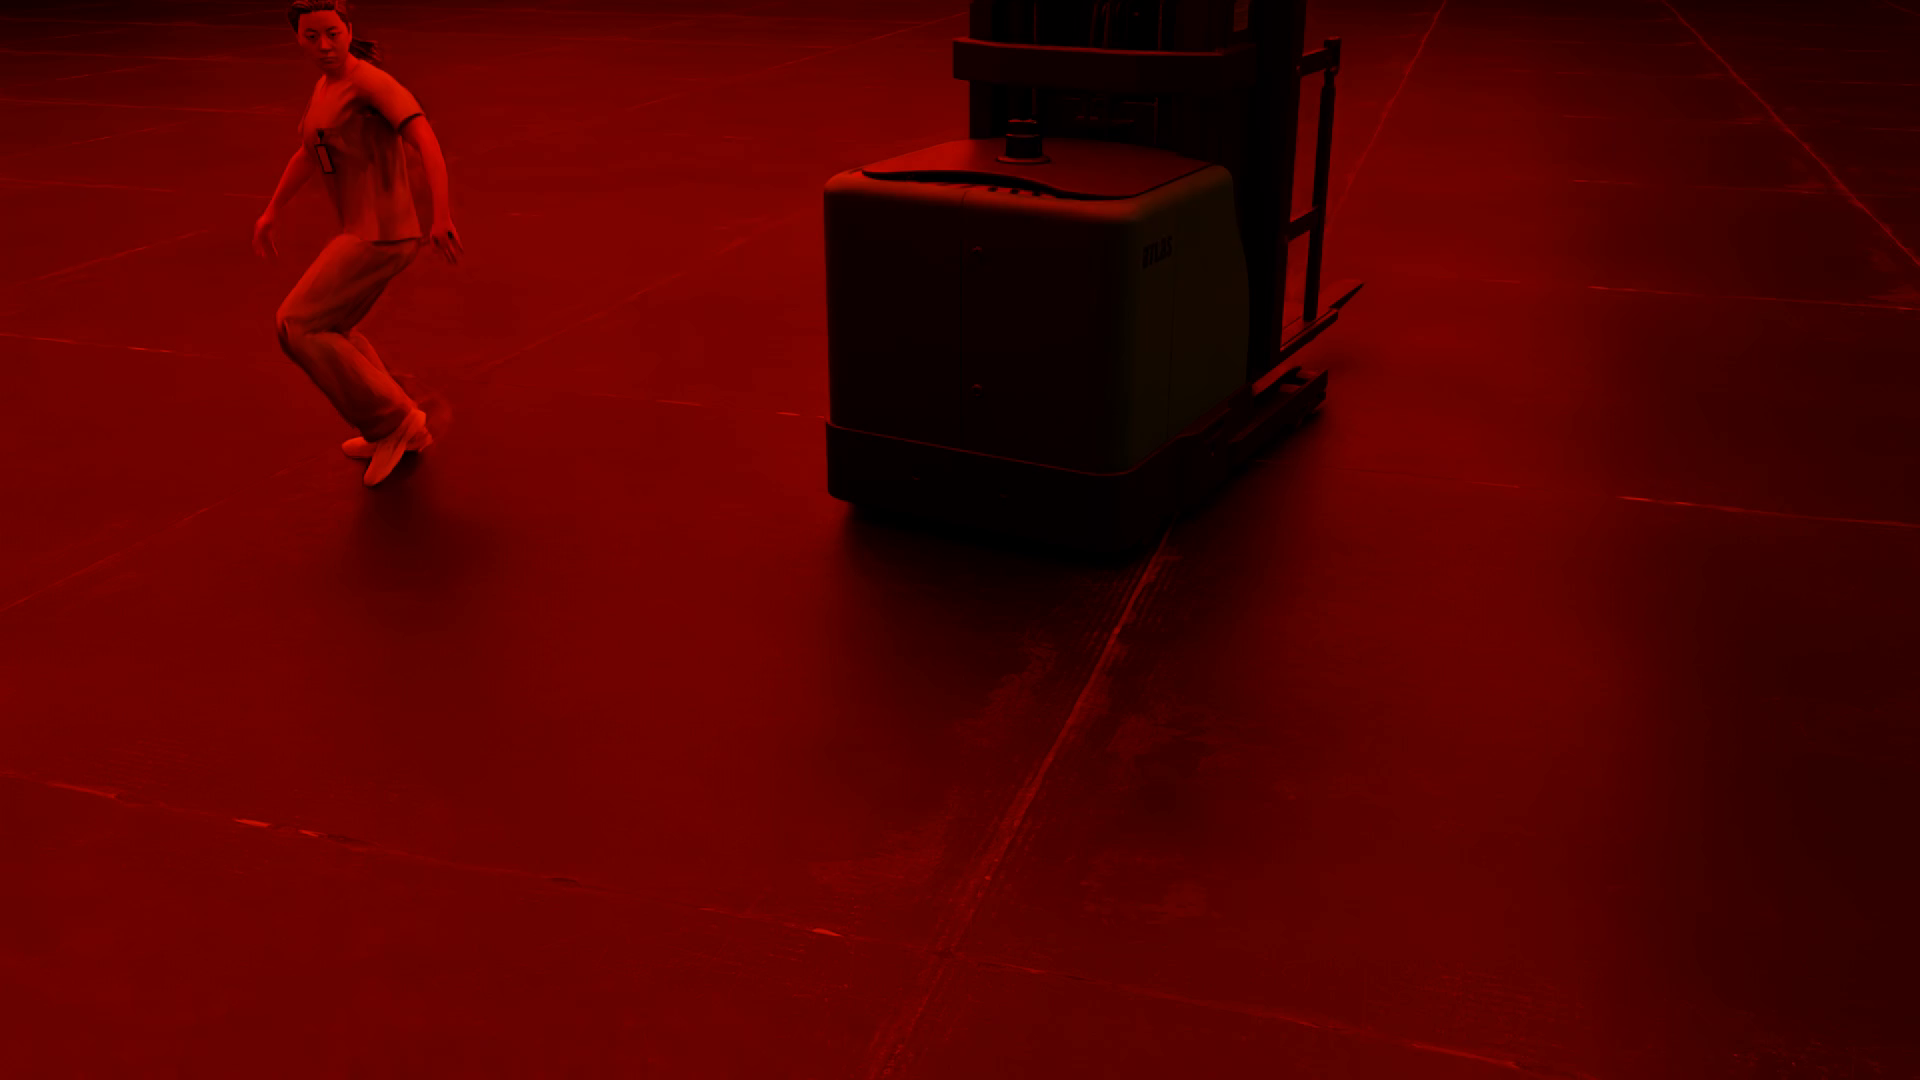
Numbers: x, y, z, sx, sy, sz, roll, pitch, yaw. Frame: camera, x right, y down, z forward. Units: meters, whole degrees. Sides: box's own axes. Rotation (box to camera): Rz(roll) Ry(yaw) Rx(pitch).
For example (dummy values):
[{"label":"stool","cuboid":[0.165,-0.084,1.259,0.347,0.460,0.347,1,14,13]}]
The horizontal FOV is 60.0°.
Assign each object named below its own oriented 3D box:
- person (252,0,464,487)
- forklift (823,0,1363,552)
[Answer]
[{"label":"person","cuboid":[-1.984,-0.986,5.439,0.601,1.587,0.666,-10,25,-23]},{"label":"forklift","cuboid":[0.733,-1.840,5.735,1.130,2.935,3.031,12,25,27]}]
